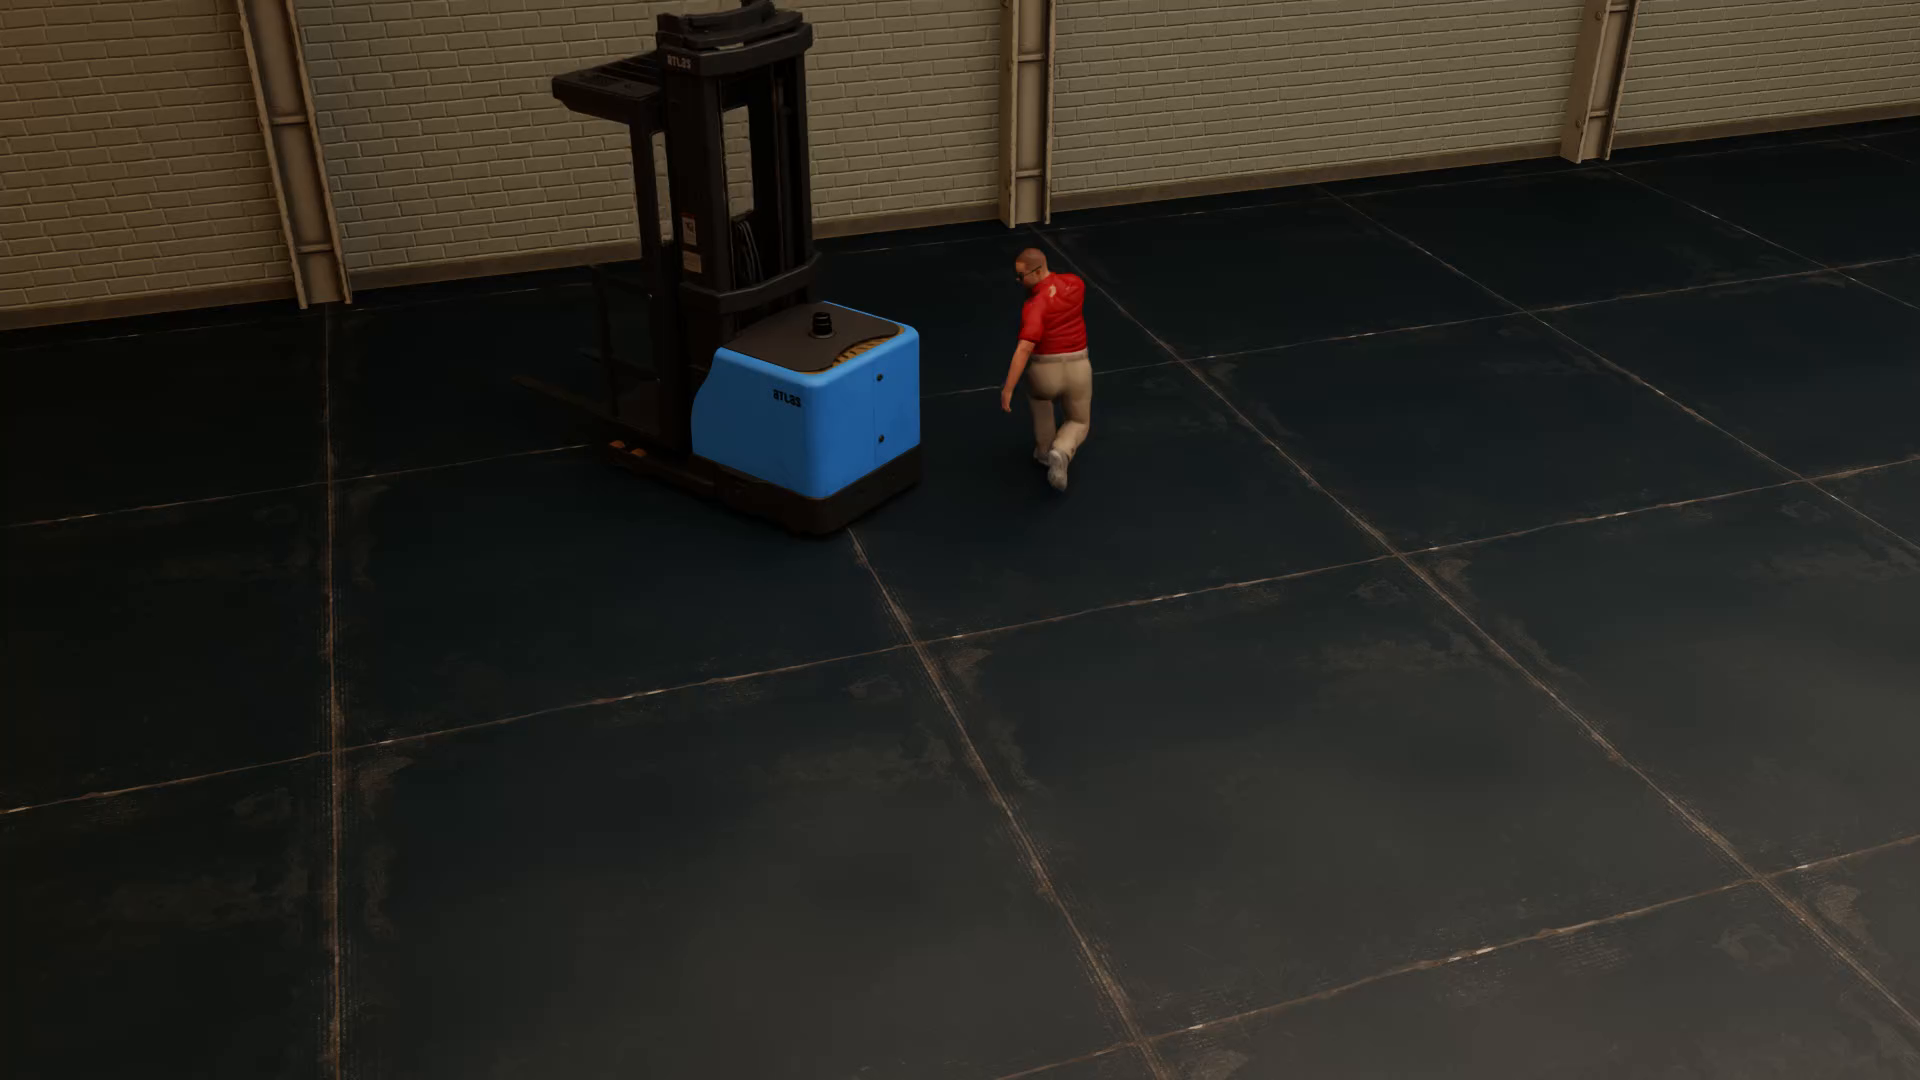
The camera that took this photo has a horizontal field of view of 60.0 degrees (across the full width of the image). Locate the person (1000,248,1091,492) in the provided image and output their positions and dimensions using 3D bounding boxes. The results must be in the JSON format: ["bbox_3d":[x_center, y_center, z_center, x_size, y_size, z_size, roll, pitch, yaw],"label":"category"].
[{"bbox_3d":[0.523,-1.086,10.452,0.636,1.515,0.895,-6,30,-10],"label":"person"}]

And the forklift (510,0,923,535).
[{"bbox_3d":[-1.716,-1.881,10.357,3.031,2.935,1.130,21,36,31],"label":"forklift"}]
